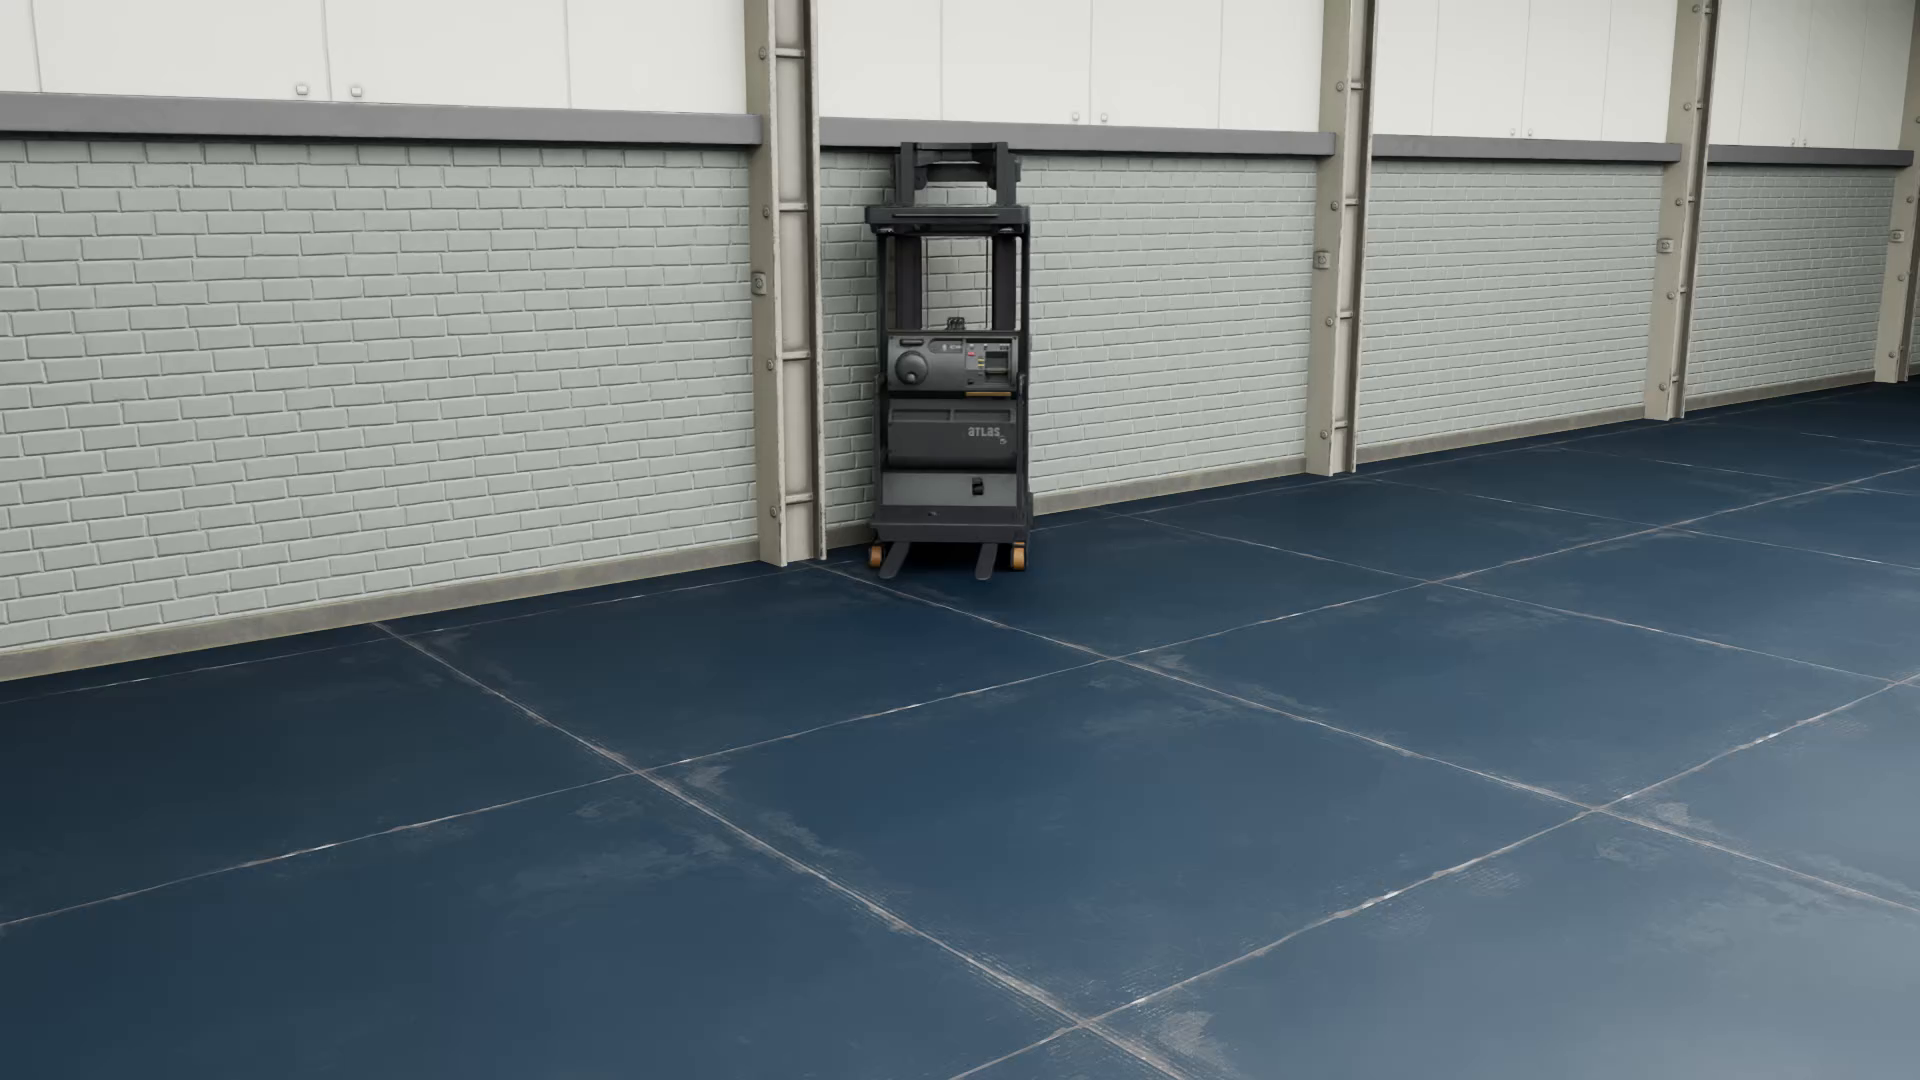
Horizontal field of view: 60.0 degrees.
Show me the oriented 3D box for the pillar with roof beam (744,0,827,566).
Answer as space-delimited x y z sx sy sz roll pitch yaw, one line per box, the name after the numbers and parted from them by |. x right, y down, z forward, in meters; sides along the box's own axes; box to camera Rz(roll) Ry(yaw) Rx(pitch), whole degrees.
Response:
1.482 -3.566 7.759 0.400 9.000 9.100 -9 15 -38 | pillar with roof beam

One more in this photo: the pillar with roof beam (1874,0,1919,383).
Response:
15.537 -5.902 18.758 0.400 9.000 9.100 -9 15 -38 | pillar with roof beam

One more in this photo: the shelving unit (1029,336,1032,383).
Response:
0.080 -0.813 12.628 0.755 1.500 0.431 -2 10 -29 | shelving unit

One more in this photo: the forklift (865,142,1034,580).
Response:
-0.064 -1.288 11.638 1.130 2.935 3.031 1 12 4 | forklift

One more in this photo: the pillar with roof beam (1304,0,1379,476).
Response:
6.167 -4.345 11.425 0.400 9.000 9.100 -9 15 -38 | pillar with roof beam

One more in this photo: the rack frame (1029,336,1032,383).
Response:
0.401 -0.824 12.803 0.023 1.500 0.400 -2 10 -29 | rack frame

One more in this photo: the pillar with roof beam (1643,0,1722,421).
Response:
10.852 -5.123 15.092 0.400 9.000 9.100 -9 15 -38 | pillar with roof beam
